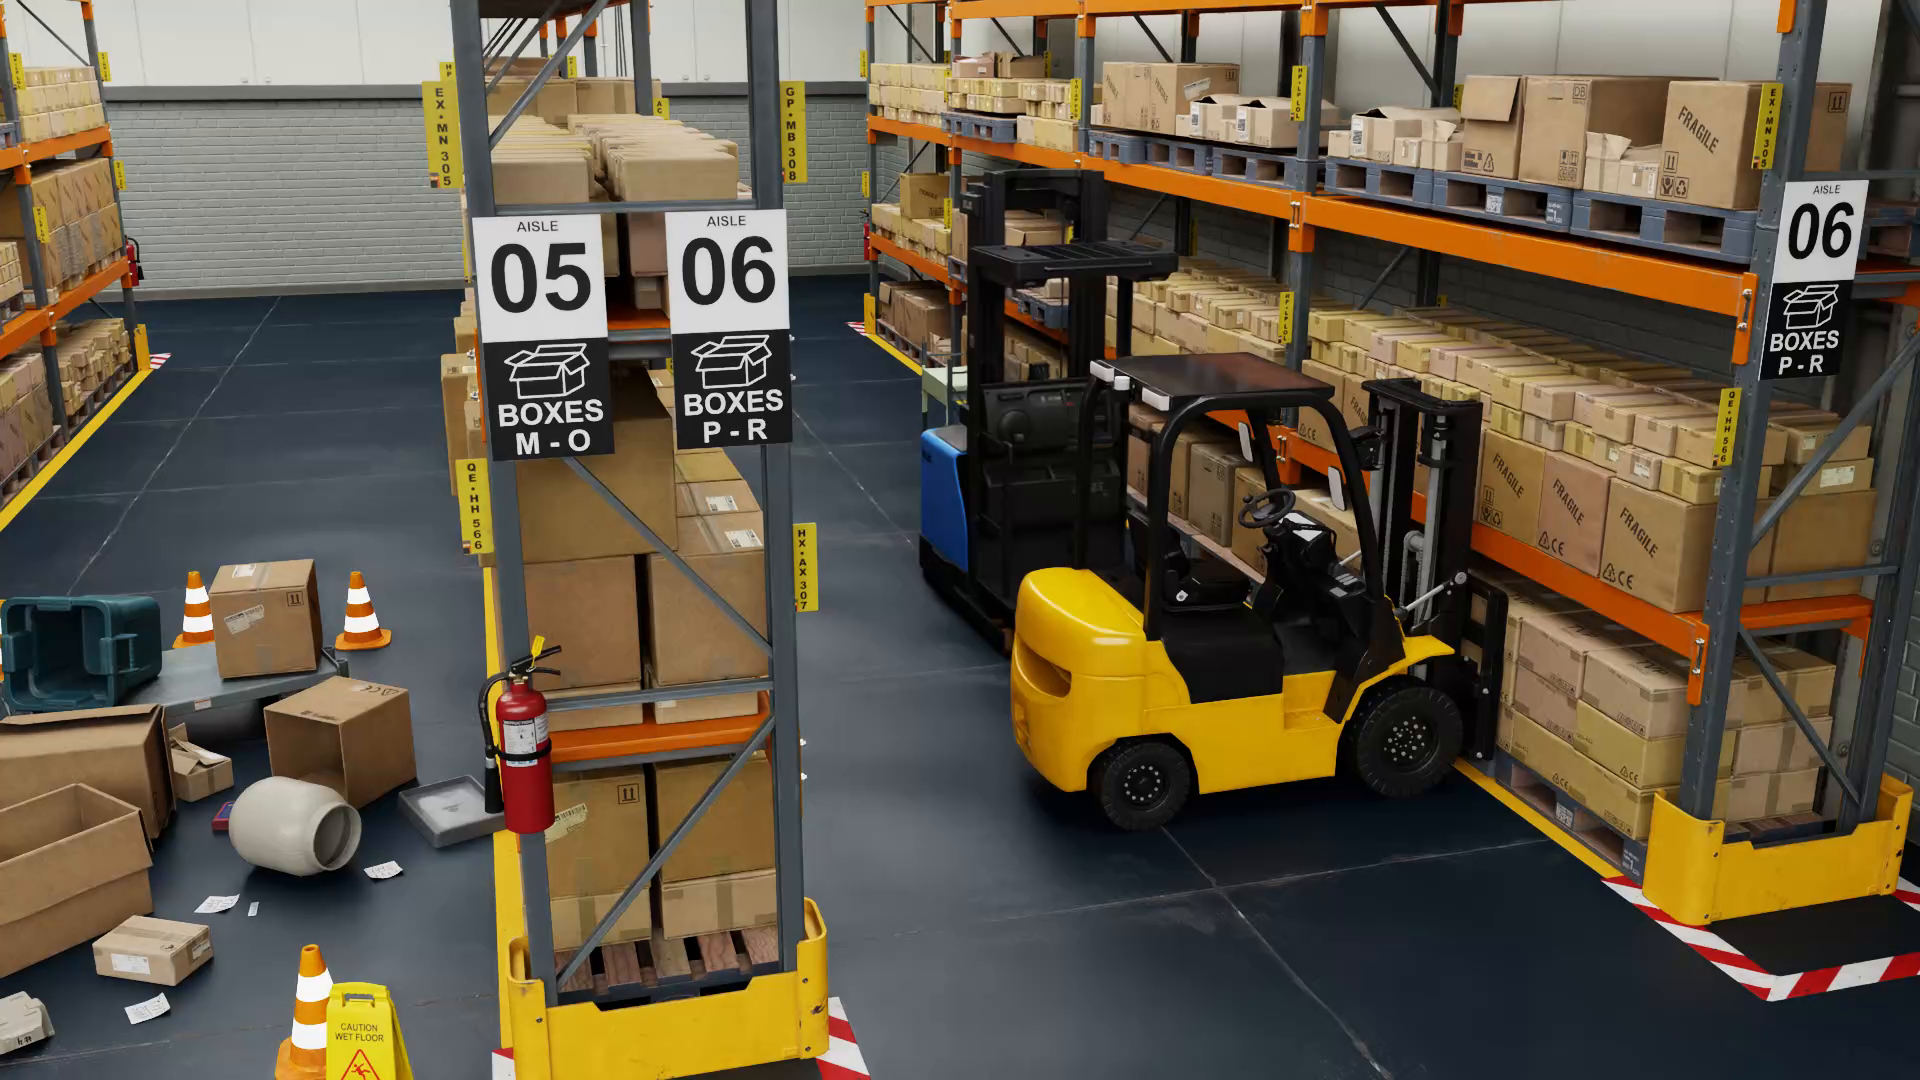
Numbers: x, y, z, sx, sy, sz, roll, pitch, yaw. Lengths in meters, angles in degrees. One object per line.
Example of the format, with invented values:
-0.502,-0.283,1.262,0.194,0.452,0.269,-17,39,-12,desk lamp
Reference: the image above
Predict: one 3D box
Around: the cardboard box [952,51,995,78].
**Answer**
0.143,-4.952,17.304,0.396,0.266,0.258,-5,17,-16,cardboard box

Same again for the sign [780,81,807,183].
-0.556,-1.342,5.471,0.100,0.325,0.005,-5,17,-15,sign

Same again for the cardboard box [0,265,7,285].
-8.669,-2.331,14.687,0.380,0.149,0.250,-4,17,-13,cardboard box

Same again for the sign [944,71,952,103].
-0.124,-4.795,17.590,0.100,0.325,0.005,-5,17,-15,sign

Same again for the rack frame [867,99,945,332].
-0.704,-4.263,21.929,1.000,3.000,0.127,-5,17,-15,rack frame

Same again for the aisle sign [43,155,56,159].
-10.515,-4.691,18.838,0.394,0.787,0.004,-5,17,-15,aisle sign

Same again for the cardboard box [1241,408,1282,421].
2.204,-0.990,11.296,0.500,0.250,0.500,-4,17,-14,cardboard box

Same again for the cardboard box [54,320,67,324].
-10.389,-2.399,18.915,0.380,0.149,0.250,-6,18,-18,cardboard box

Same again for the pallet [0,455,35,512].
-8.553,-0.455,14.099,1.003,0.211,1.213,-5,17,-15,pallet

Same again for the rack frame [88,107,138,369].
-10.207,-3.450,19.223,1.000,3.000,0.127,-5,17,-15,rack frame

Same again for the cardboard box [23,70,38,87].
-9.148,-4.457,16.059,0.380,0.149,0.250,-5,17,-17,cardboard box

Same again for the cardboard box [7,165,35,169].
-10.072,-3.689,17.591,0.500,0.500,0.500,-5,17,-16,cardboard box

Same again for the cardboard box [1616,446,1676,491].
3.230,-0.338,7.561,0.380,0.149,0.250,-4,17,-14,cardboard box

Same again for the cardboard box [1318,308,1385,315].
2.681,-1.495,11.412,0.380,0.149,0.250,-5,18,-17,cardboard box

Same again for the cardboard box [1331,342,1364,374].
2.502,-1.121,10.170,0.380,0.149,0.250,-4,17,-14,cardboard box

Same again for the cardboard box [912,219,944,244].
-0.255,-3.625,19.549,0.500,0.250,0.500,-5,17,-16,cardboard box

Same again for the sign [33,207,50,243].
-8.575,-2.943,15.523,0.100,0.325,0.005,-5,17,-15,sign

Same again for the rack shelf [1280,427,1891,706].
3.144,-0.046,9.141,1.077,0.370,4.000,-5,17,-15,rack shelf

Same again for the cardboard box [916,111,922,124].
-0.301,-4.905,19.291,0.380,0.149,0.250,-5,17,-15,cardboard box

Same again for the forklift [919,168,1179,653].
0.672,-0.814,10.569,1.130,2.935,3.031,-6,18,-18,forklift

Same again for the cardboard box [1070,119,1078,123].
1.166,-3.685,14.358,0.380,0.149,0.250,-4,17,-14,cardboard box

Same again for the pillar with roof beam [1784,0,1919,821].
0.230,-2.634,6.078,9.100,9.000,0.400,-5,17,-15,pillar with roof beam

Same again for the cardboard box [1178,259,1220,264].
1.958,-2.271,13.997,0.380,0.149,0.250,-4,17,-14,cardboard box

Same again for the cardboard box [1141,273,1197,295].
1.651,-2.016,13.147,0.380,0.149,0.250,-5,17,-15,cardboard box

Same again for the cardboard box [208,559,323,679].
-3.881,0.434,9.323,0.500,0.500,0.500,-5,17,-15,cardboard box

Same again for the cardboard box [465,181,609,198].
-1.602,-1.211,6.300,0.500,0.250,0.500,-5,17,-16,cardboard box

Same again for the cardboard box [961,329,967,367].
0.312,-2.009,18.040,0.500,0.500,0.500,-4,17,-13,cardboard box

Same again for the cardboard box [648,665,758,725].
-0.972,0.566,6.289,0.380,0.149,0.250,-5,17,-15,cardboard box

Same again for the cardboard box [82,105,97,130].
-9.680,-4.569,17.996,0.500,0.250,0.500,-5,17,-15,cardboard box

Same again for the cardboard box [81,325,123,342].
-9.610,-2.309,18.615,0.380,0.149,0.250,-5,17,-16,cardboard box

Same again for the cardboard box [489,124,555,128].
-2.078,-1.852,7.741,0.380,0.149,0.250,-5,18,-17,cardboard box

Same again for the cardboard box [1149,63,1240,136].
1.739,-3.282,12.373,0.500,0.500,0.500,-4,17,-14,cardboard box

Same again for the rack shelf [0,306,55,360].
-8.558,-1.446,13.802,1.077,0.370,4.000,-5,17,-15,rack shelf

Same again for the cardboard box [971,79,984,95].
0.323,-4.536,16.640,0.380,0.149,0.250,-5,17,-16,cardboard box

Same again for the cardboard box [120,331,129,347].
-9.787,-2.305,19.119,0.380,0.149,0.250,-5,17,-17,cardboard box

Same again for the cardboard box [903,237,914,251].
-0.479,-3.598,20.154,0.380,0.149,0.250,-4,17,-14,cardboard box

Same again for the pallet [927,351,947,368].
0.208,-2.011,19.279,1.003,0.211,1.213,-5,17,-15,pallet

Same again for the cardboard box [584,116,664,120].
-1.735,-2.112,8.605,0.380,0.149,0.250,-5,17,-17,cardboard box

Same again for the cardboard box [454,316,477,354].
-2.034,-0.796,7.960,0.700,0.500,0.500,-5,17,-16,cardboard box

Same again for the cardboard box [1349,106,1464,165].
2.589,-2.337,9.555,0.500,0.311,0.500,-4,17,-14,cardboard box

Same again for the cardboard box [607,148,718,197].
-1.064,-1.325,5.984,0.380,0.149,0.250,-5,17,-15,cardboard box

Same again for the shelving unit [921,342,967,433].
0.002,-0.716,12.730,0.431,1.500,0.755,-5,17,-15,shelving unit

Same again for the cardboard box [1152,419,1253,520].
2.026,-0.574,13.046,0.875,0.625,0.625,-5,18,-18,cardboard box

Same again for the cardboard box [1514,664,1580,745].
3.132,0.790,8.289,0.500,0.250,0.500,-5,17,-16,cardboard box

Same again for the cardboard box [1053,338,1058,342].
1.171,-2.037,17.008,0.380,0.149,0.250,-4,17,-14,cardboard box

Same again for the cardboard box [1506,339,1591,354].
3.293,-1.023,9.326,0.380,0.149,0.250,-5,17,-16,cardboard box

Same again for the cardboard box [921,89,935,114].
-0.131,-4.920,18.647,0.500,0.250,0.500,-5,18,-17,cardboard box

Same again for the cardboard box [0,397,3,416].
-8.228,-1.088,13.672,0.500,0.250,0.500,-5,17,-15,cardboard box

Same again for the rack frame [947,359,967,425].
0.102,-0.615,12.393,0.400,1.500,0.023,-5,17,-15,rack frame

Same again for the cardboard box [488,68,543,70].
-3.731,-3.601,13.608,0.700,0.500,0.500,-6,18,-18,cardboard box

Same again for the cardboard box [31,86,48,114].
-9.141,-4.238,16.025,0.500,0.250,0.500,-5,17,-15,cardboard box

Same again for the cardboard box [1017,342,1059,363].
0.778,-1.850,16.385,0.380,0.149,0.250,-6,18,-18,cardboard box

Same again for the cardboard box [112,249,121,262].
-9.845,-3.262,19.033,0.380,0.149,0.250,-5,17,-15,cardboard box

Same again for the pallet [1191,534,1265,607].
2.354,0.191,11.948,1.003,0.211,1.213,-5,17,-15,pallet

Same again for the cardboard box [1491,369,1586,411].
2.945,-0.766,8.468,0.380,0.149,0.250,-4,17,-14,cardboard box

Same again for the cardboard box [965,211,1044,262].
0.456,-3.111,17.190,0.700,0.500,0.500,-5,17,-15,cardboard box
